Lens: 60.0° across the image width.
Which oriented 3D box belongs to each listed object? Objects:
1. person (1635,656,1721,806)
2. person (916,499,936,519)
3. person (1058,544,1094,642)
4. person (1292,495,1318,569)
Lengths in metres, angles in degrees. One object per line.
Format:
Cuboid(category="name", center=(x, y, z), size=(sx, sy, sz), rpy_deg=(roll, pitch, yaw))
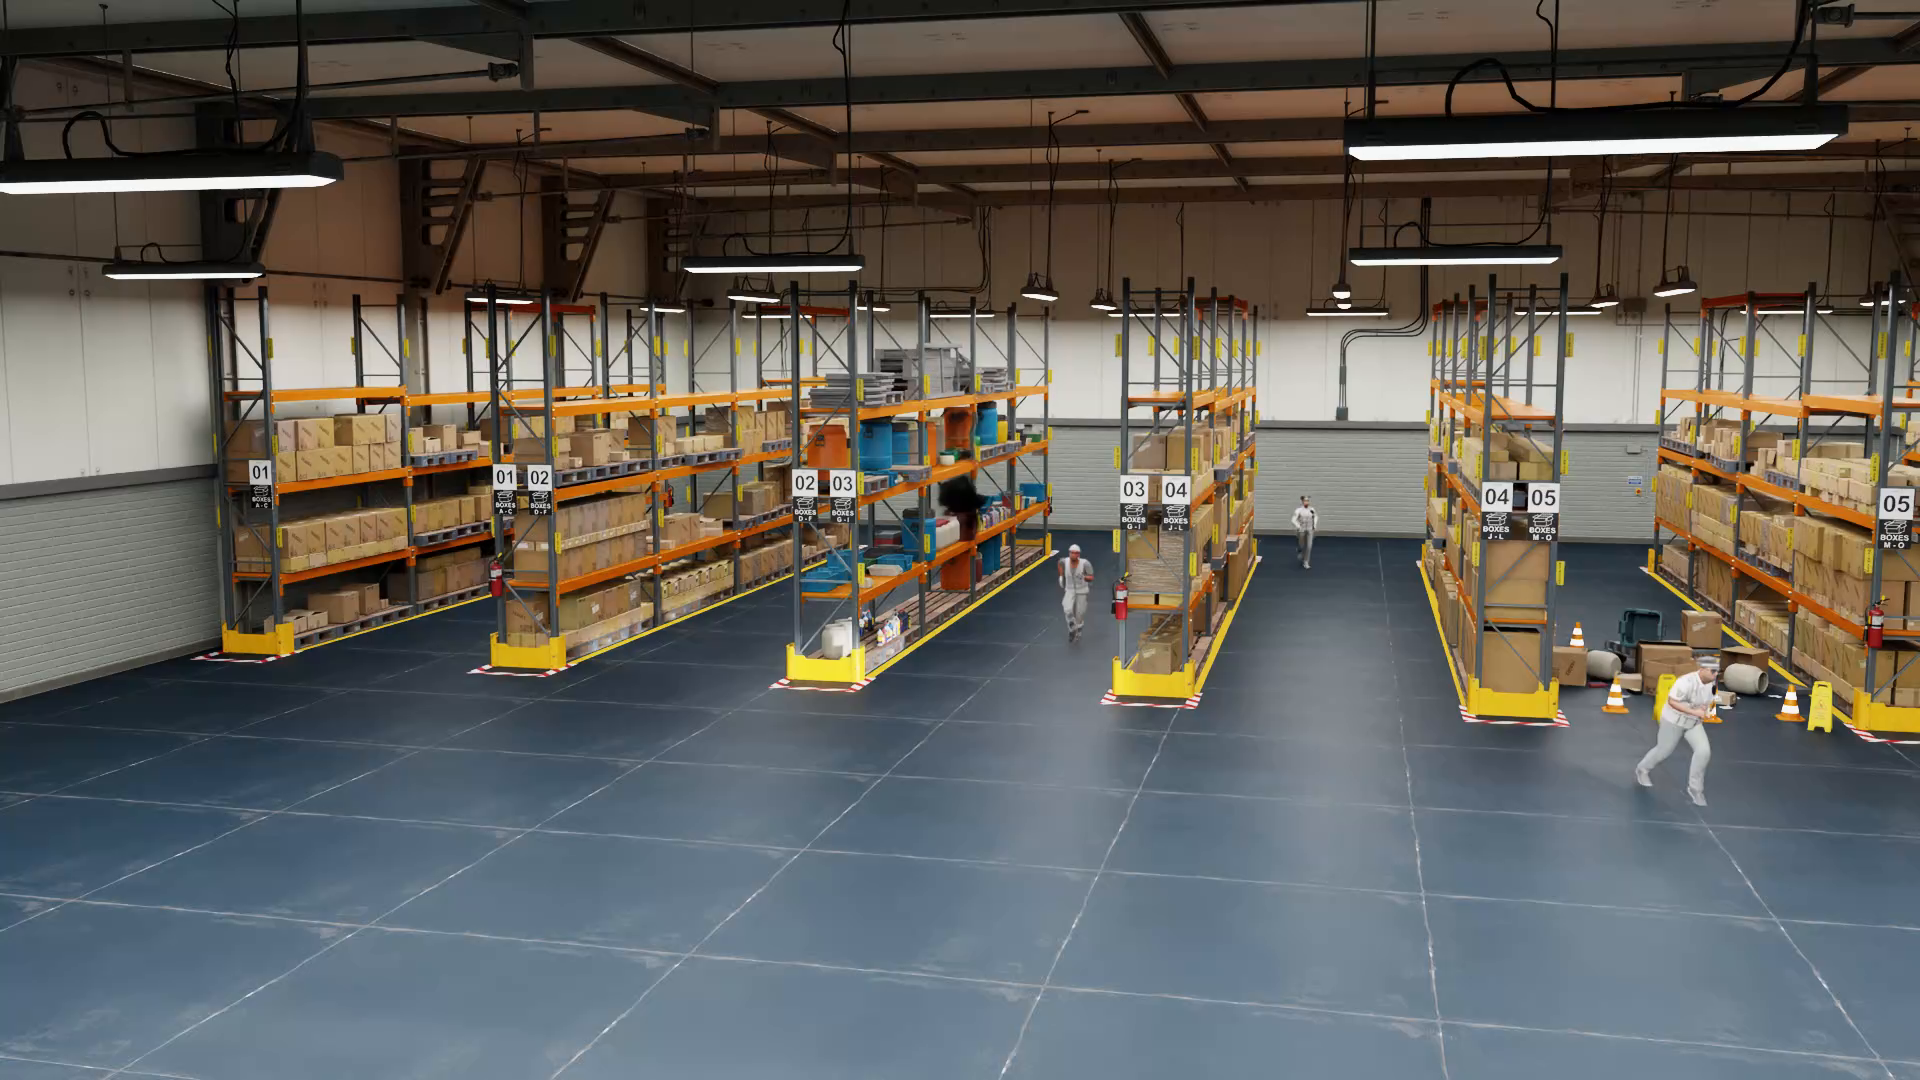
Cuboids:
Cuboid(category="person", center=(8.041, 2.086, 18.590), size=(0.708, 1.721, 0.983), rpy_deg=(-3, 7, -26))
Cuboid(category="person", center=(-0.807, -0.118, 37.778), size=(0.636, 1.656, 0.754), rpy_deg=(2, 7, 16))
Cuboid(category="person", center=(1.942, 0.901, 28.053), size=(0.642, 1.701, 0.880), rpy_deg=(1, 7, 9))
Cuboid(category="person", center=(7.945, -0.207, 38.257), size=(0.625, 1.680, 0.764), rpy_deg=(0, 7, 0))
